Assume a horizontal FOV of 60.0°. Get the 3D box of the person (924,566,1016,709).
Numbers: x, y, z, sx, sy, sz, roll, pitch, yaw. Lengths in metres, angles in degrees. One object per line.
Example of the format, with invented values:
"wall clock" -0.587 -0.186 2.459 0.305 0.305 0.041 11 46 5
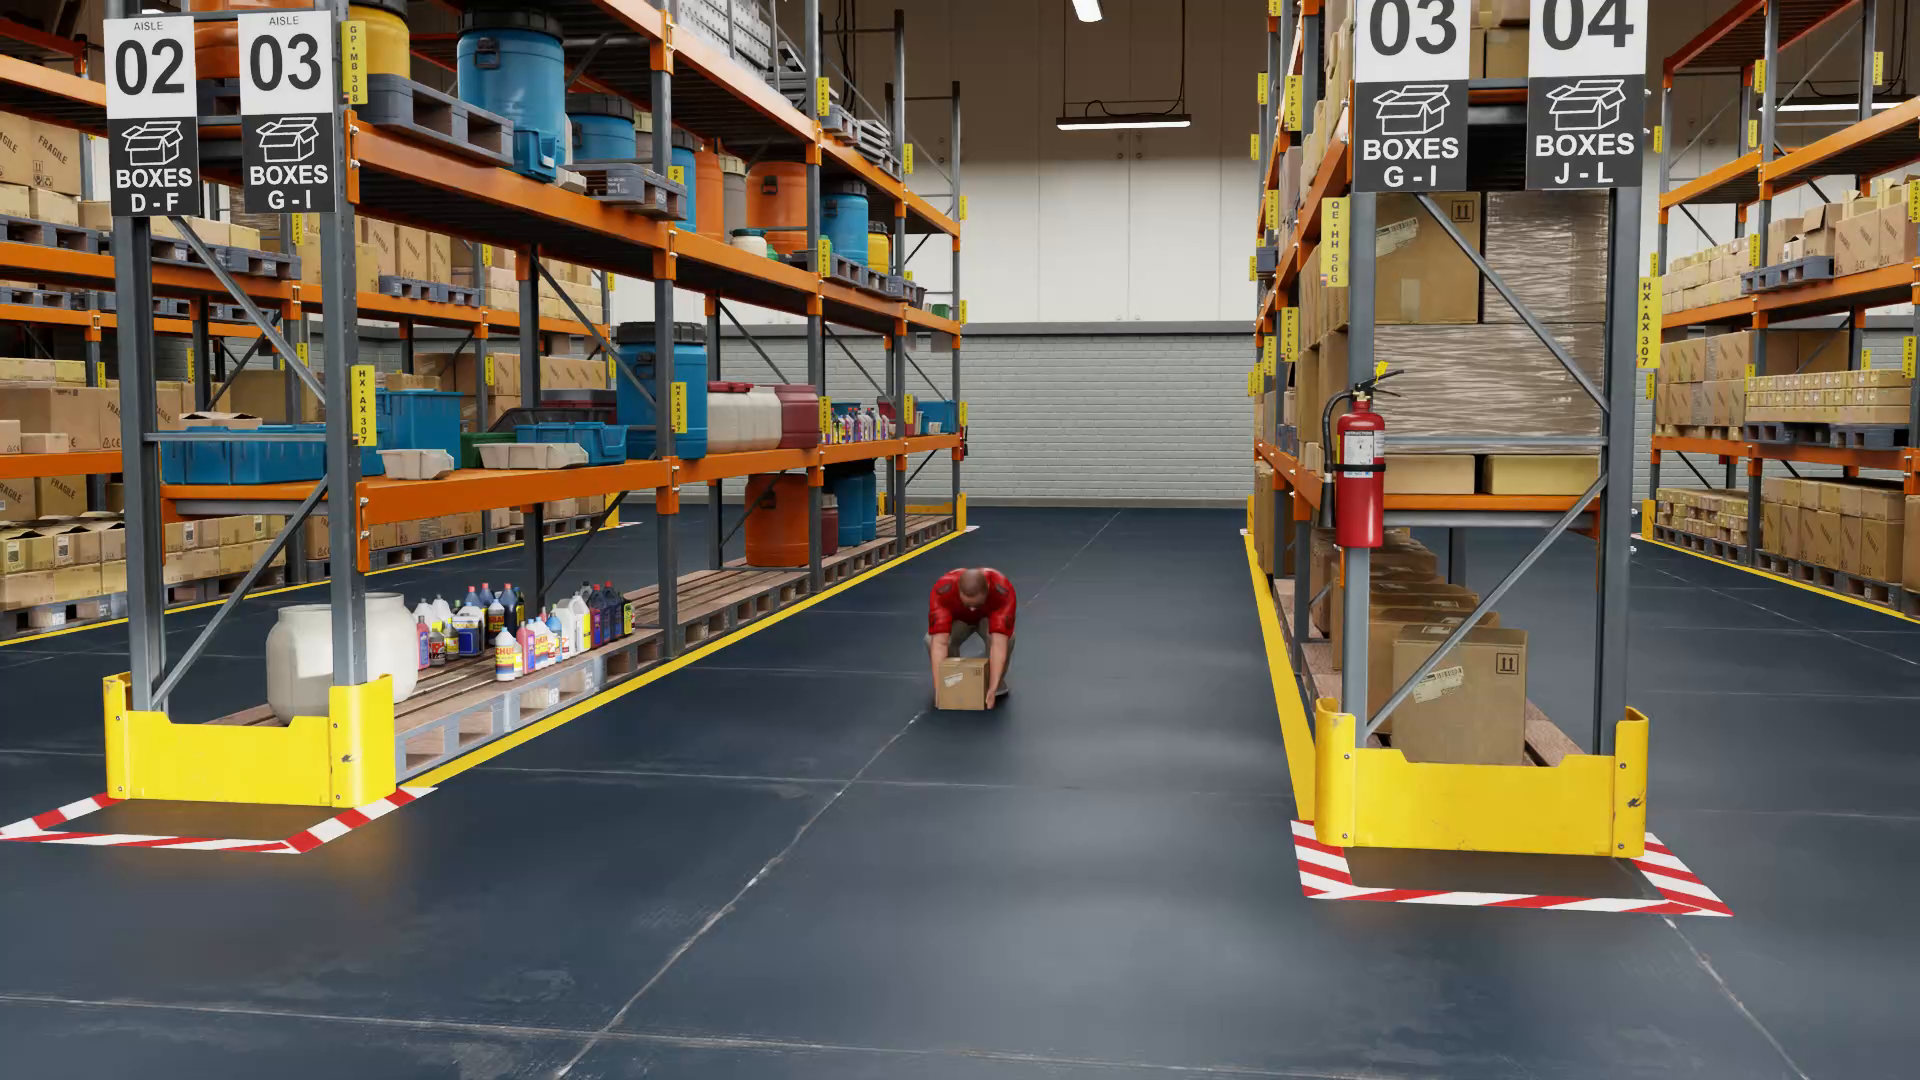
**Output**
"person" 0.067 0.531 9.422 0.527 0.813 0.916 1 4 7
